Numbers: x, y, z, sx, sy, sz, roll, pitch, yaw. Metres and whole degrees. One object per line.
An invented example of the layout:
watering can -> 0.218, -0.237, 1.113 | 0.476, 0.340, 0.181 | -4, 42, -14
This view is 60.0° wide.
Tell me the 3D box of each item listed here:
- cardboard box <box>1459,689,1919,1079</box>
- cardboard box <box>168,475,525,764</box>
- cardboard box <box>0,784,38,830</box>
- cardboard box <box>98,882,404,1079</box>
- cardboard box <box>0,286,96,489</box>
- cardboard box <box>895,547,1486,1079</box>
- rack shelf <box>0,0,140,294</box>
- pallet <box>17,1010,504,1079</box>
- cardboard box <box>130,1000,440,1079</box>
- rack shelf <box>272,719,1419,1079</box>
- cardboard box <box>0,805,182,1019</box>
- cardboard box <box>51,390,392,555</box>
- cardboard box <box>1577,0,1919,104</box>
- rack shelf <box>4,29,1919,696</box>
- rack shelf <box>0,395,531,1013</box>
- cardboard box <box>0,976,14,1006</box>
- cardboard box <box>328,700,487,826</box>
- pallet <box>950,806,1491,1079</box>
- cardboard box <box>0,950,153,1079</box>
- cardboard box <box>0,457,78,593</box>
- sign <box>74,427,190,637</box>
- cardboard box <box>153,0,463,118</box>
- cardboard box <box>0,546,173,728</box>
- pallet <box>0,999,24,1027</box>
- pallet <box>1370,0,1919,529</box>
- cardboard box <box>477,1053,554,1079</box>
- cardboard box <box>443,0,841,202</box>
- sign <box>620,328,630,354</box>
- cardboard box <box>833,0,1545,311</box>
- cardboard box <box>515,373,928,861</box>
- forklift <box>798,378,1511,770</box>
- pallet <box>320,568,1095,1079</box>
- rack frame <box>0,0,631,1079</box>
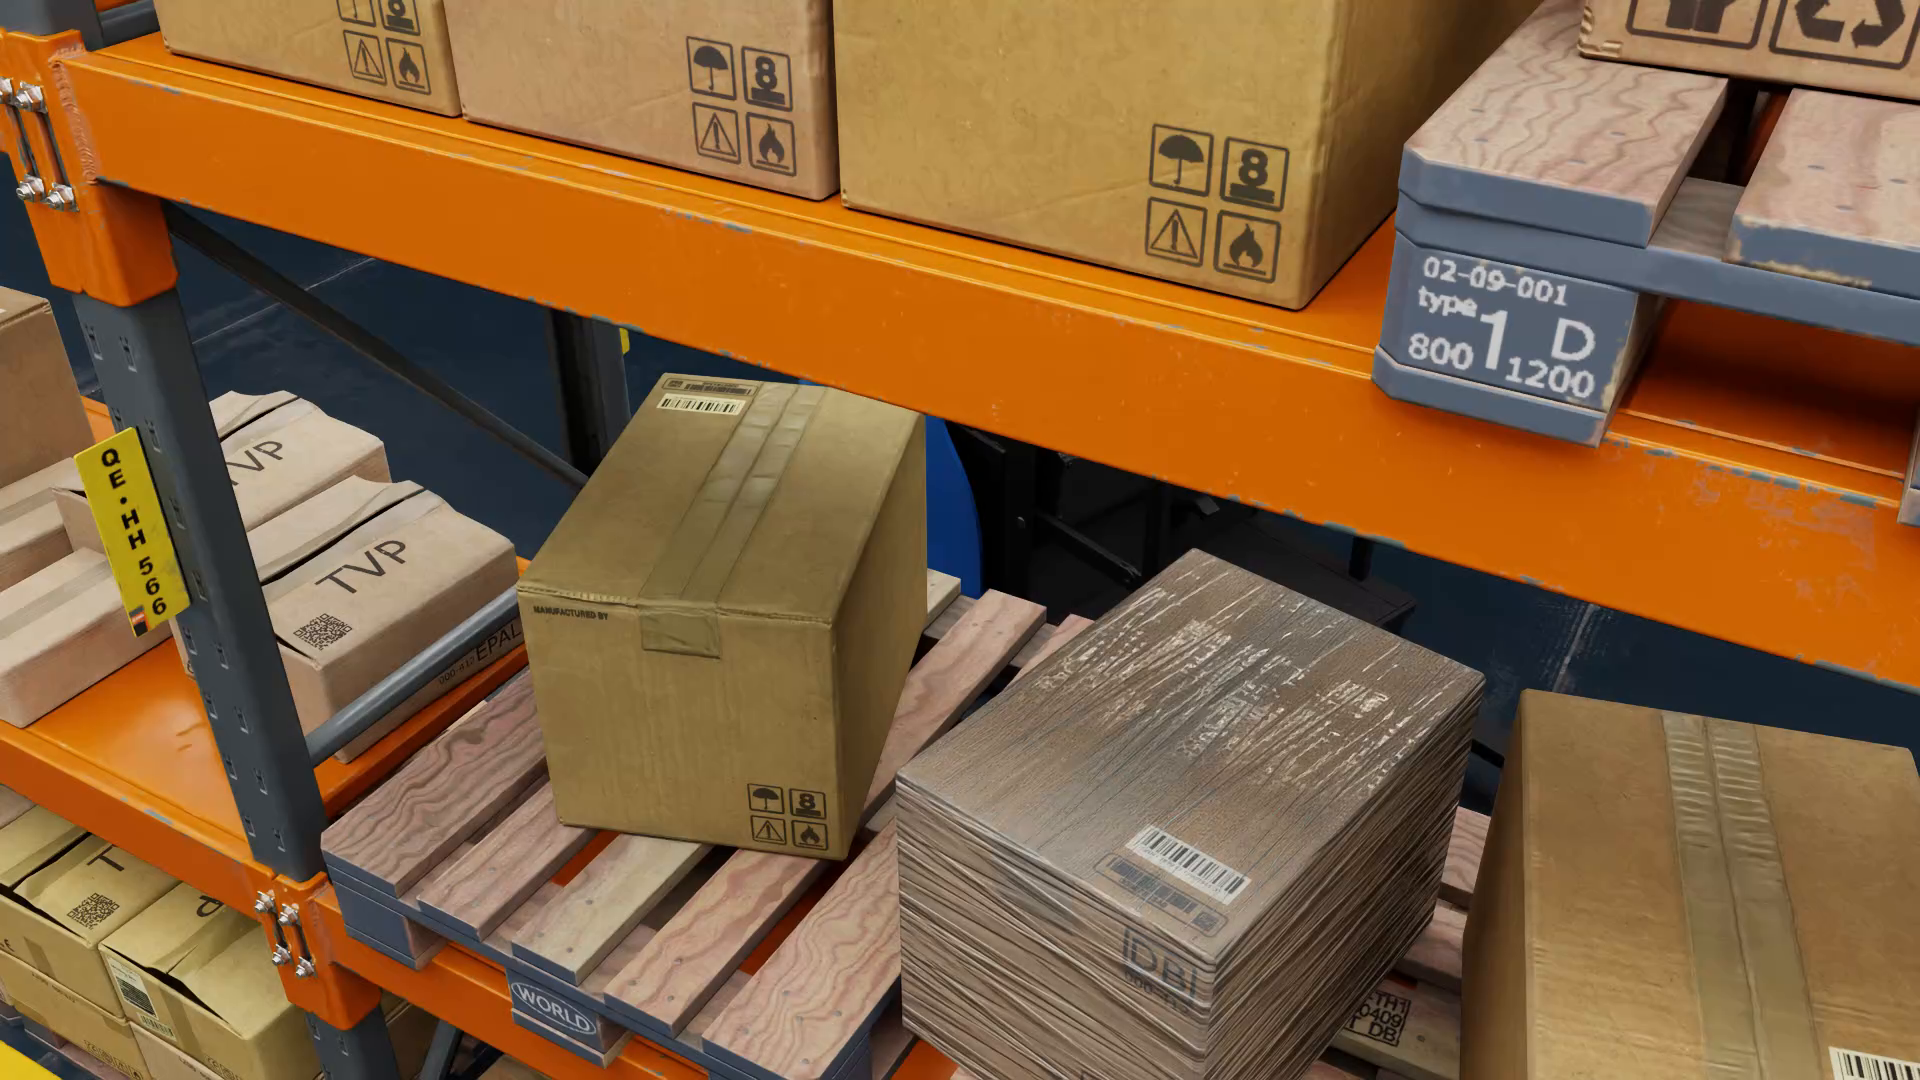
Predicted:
cardboard box -> 0.935, 0.633, 2.124 | 0.500, 0.500, 0.700 | 8, 35, 12
cardboard box -> -1.268, 0.122, 3.441 | 0.500, 0.311, 0.500 | 20, 39, 27
cardboard box -> -2.442, 0.637, 4.184 | 0.500, 0.311, 0.500 | 17, 37, 24
cardboard box -> -1.551, 0.916, 3.763 | 0.500, 0.311, 0.500 | 19, 38, 26
cardboard box -> -2.439, -0.289, 3.888 | 0.500, 0.500, 0.500 | 16, 37, 22
cardboard box -> 0.328, 0.452, 2.396 | 0.500, 0.500, 0.700 | 25, 41, 33
rack shelf -> -2.710, -1.293, 3.429 | 4.000, 0.370, 1.077 | 18, 37, 24
pallet -> -1.669, 1.121, 4.376 | 1.213, 0.211, 1.003 | 18, 37, 24
cardboard box -> -1.552, 1.148, 3.921 | 0.500, 0.250, 0.500 | 19, 38, 25
rack shelf -> 0.763, 1.055, 2.608 | 4.000, 0.370, 1.077 | 18, 37, 24
cardboard box -> -2.005, 0.777, 3.973 | 0.500, 0.311, 0.500 | 17, 37, 24
cardboard box -> -1.654, -0.096, 3.769 | 0.500, 0.311, 0.500 | 17, 37, 24
cardboard box -> 0.939, -0.740, 1.390 | 0.600, 0.600, 0.600 | 16, 37, 23
rack shelf -> 0.763, -0.193, 1.777 | 4.000, 0.370, 1.077 | 18, 37, 24
rack shelf -> -2.710, -0.045, 4.260 | 4.000, 0.370, 1.077 | 18, 37, 24
cardboard box -> -2.436, 0.868, 4.342 | 0.500, 0.250, 0.500 | 18, 38, 25
cardboard box -> -1.283, 0.657, 4.154 | 0.500, 0.311, 0.500 | 19, 38, 26
pallet -> 0.717, 0.818, 2.488 | 1.213, 0.211, 1.003 | 18, 37, 24
cardboard box -> -2.001, 1.008, 4.132 | 0.500, 0.250, 0.500 | 17, 37, 24
cardboard box -> -2.109, -0.013, 3.790 | 0.250, 0.149, 0.380 | 21, 39, 28
sign -> -1.246, -0.008, 2.511 | 0.005, 0.325, 0.100 | 18, 37, 24
cardboard box -> -0.578, -0.981, 2.220 | 0.500, 0.500, 0.910 | 18, 37, 24
cardboard box -> -1.892, 0.196, 3.476 | 0.250, 0.149, 0.380 | 18, 37, 24
pallet -> -2.724, 0.785, 4.880 | 1.213, 0.211, 1.003 | 18, 37, 24
pallet -> 1.066, -0.361, 1.550 | 1.003, 0.211, 1.213 | 18, 37, 24
cardboard box -> -0.720, 1.326, 3.411 | 0.500, 0.500, 0.500 | 19, 38, 26
cardboard box -> -0.135, -0.840, 2.009 | 0.500, 0.500, 0.910 | 18, 37, 24
sign -> -0.713, -0.507, 3.332 | 0.005, 0.325, 0.100 | 18, 37, 24
cardboard box -> 0.316, -0.697, 1.794 | 0.500, 0.500, 0.910 | 18, 37, 24
cardboard box -> -0.371, 0.108, 2.912 | 0.500, 0.500, 0.700 | 6, 34, 9
forklift -> 0.748, -0.738, 4.714 | 1.130, 2.935, 3.031 | -25, 41, -32
pallet -> -0.350, 0.438, 3.059 | 1.003, 0.211, 1.213 | 18, 37, 24
rack frame -> -0.974, 0.206, 3.235 | 0.127, 3.000, 1.000 | 18, 37, 24
